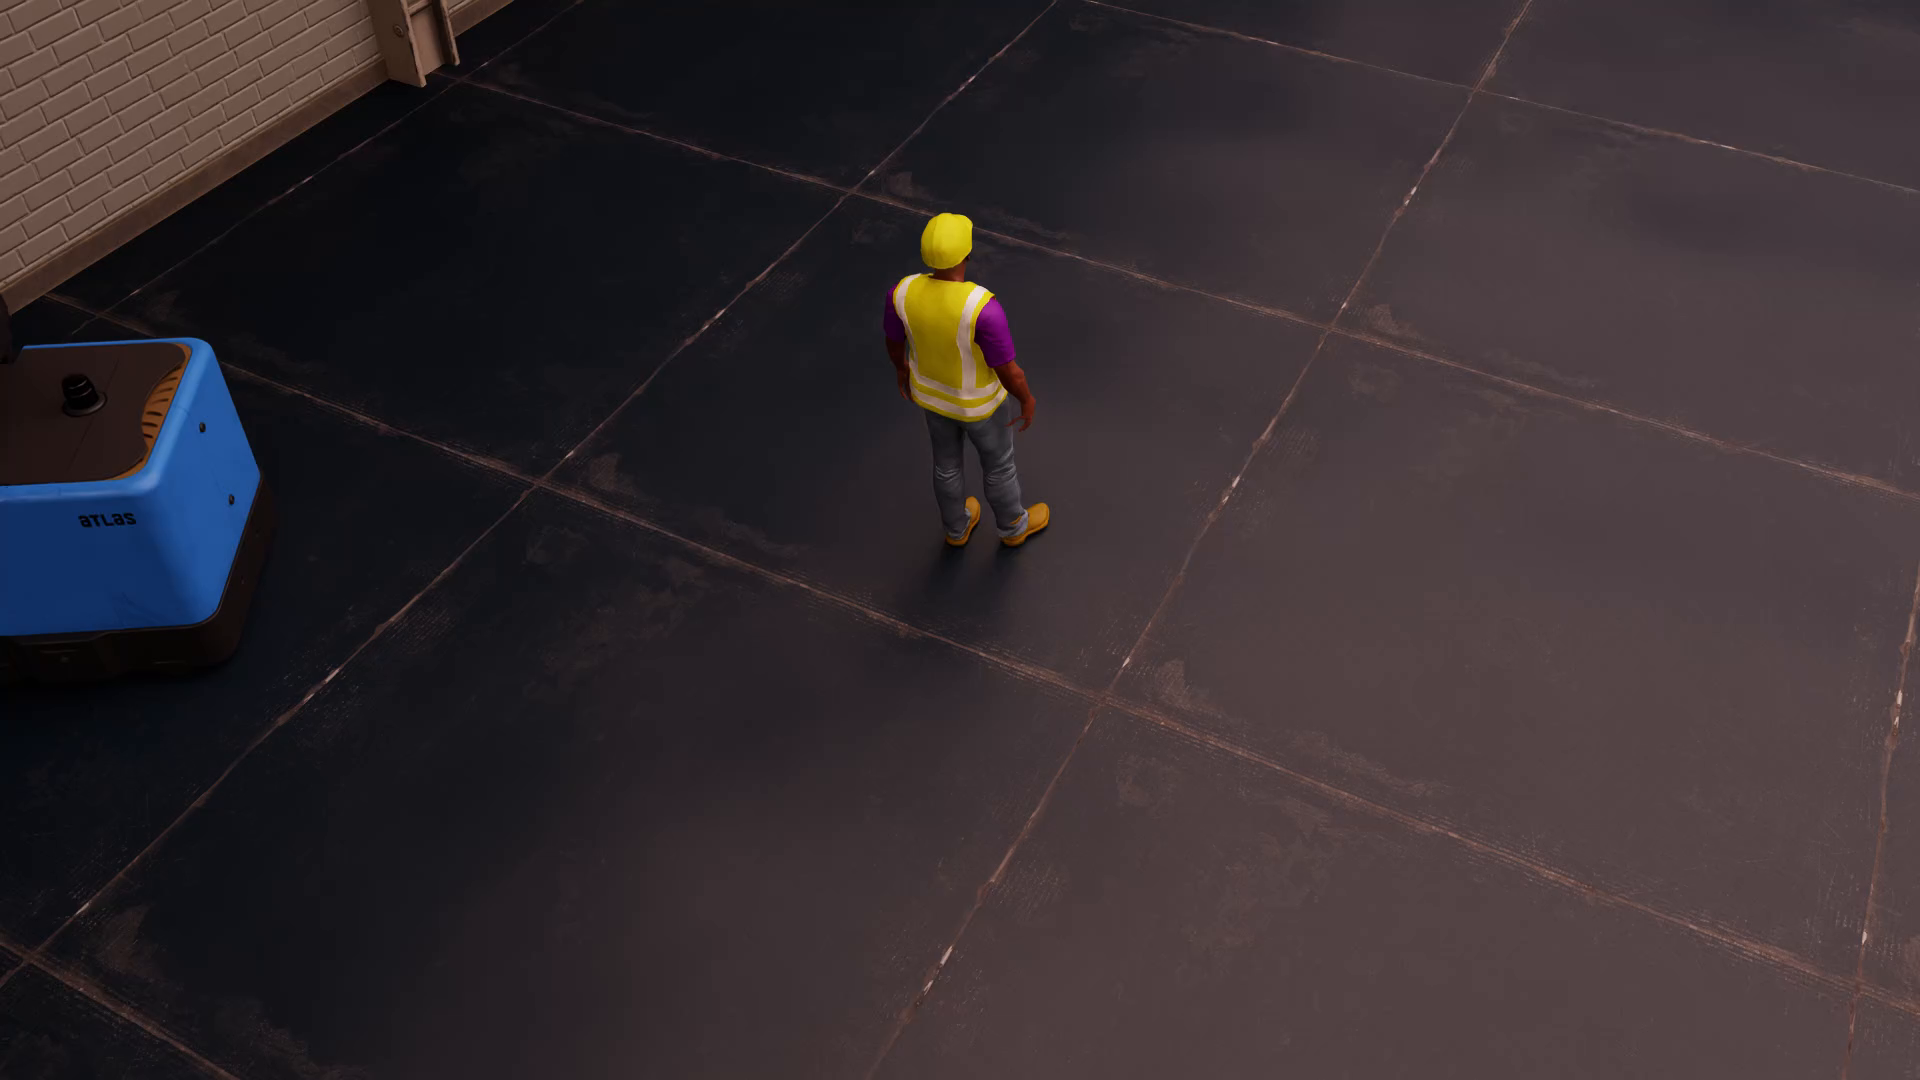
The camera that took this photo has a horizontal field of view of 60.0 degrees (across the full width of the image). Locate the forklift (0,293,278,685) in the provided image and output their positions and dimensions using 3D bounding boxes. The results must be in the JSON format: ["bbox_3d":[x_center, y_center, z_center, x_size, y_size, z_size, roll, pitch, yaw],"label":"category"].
[{"bbox_3d":[-4.673,-0.749,6.449,3.031,2.935,1.130,-3,43,-4],"label":"forklift"}]

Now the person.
[{"bbox_3d":[0.037,-0.689,7.224,0.666,1.768,0.575,20,47,20],"label":"person"}]
